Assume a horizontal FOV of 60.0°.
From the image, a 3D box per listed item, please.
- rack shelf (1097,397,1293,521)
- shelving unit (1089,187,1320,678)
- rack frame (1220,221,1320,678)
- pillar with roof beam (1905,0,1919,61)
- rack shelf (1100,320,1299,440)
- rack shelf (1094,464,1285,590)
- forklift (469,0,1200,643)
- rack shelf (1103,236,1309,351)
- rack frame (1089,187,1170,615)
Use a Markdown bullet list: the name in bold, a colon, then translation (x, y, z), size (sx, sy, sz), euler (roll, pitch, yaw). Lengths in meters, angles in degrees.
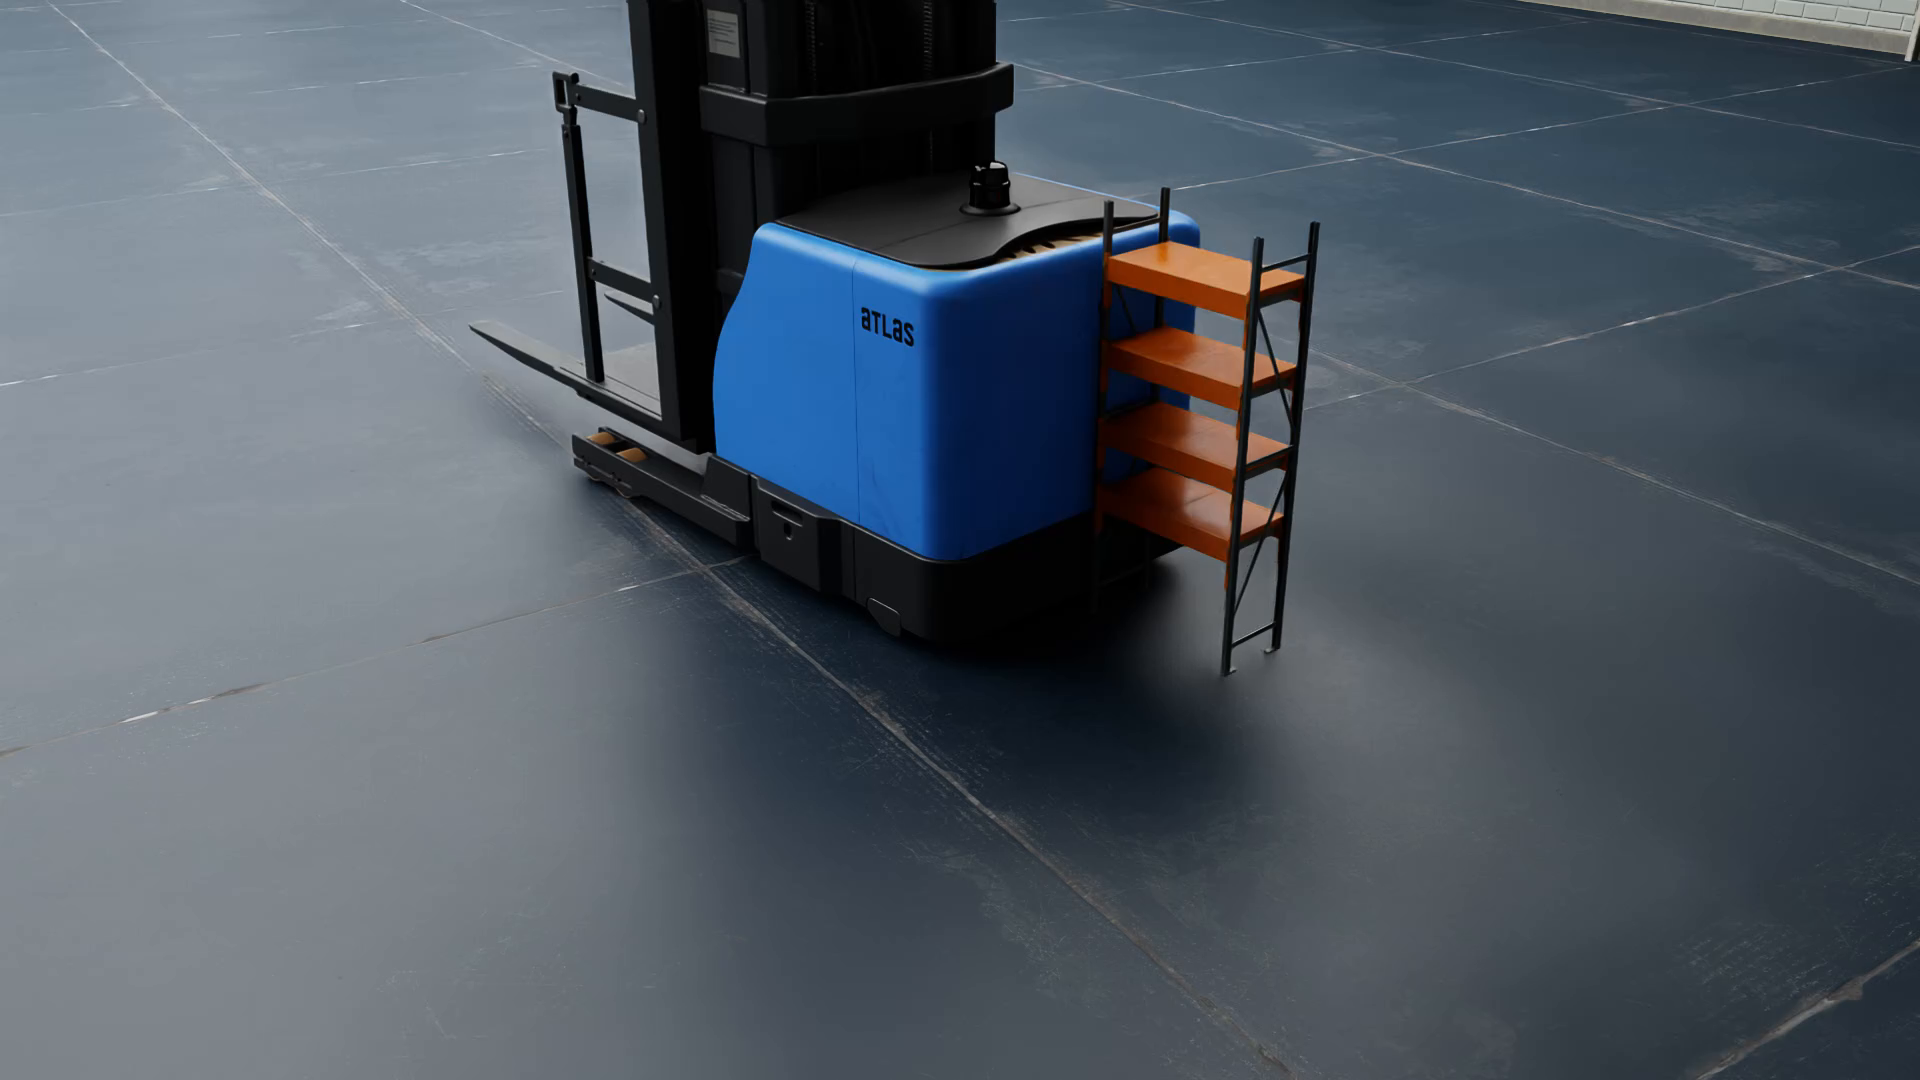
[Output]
- **rack shelf**: translation (0.630, -0.226, 4.481), size (0.258, 0.148, 0.480), euler (-21, 33, -37)
- **shelving unit**: translation (0.630, -0.287, 4.452), size (0.258, 1.200, 0.503), euler (-21, 33, -37)
- **rack frame**: translation (0.794, -0.210, 4.289), size (0.240, 1.200, 0.015), euler (-21, 33, -37)
- **pillar with roof beam**: translation (4.293, -6.924, 9.377), size (9.100, 9.000, 0.400), euler (-16, 29, -30)
- **rack shelf**: translation (0.630, -0.428, 4.386), size (0.258, 0.148, 0.480), euler (-21, 33, -37)
- **rack shelf**: translation (0.630, -0.047, 4.566), size (0.258, 0.148, 0.480), euler (-21, 33, -37)
- **forklift**: translation (-0.668, -1.593, 5.191), size (1.130, 2.935, 3.031), euler (-21, 33, -37)
- **rack shelf**: translation (0.630, -0.642, 4.285), size (0.258, 0.148, 0.480), euler (-21, 33, -37)
- **rack frame**: translation (0.466, -0.364, 4.616), size (0.240, 1.200, 0.015), euler (-21, 33, -37)
